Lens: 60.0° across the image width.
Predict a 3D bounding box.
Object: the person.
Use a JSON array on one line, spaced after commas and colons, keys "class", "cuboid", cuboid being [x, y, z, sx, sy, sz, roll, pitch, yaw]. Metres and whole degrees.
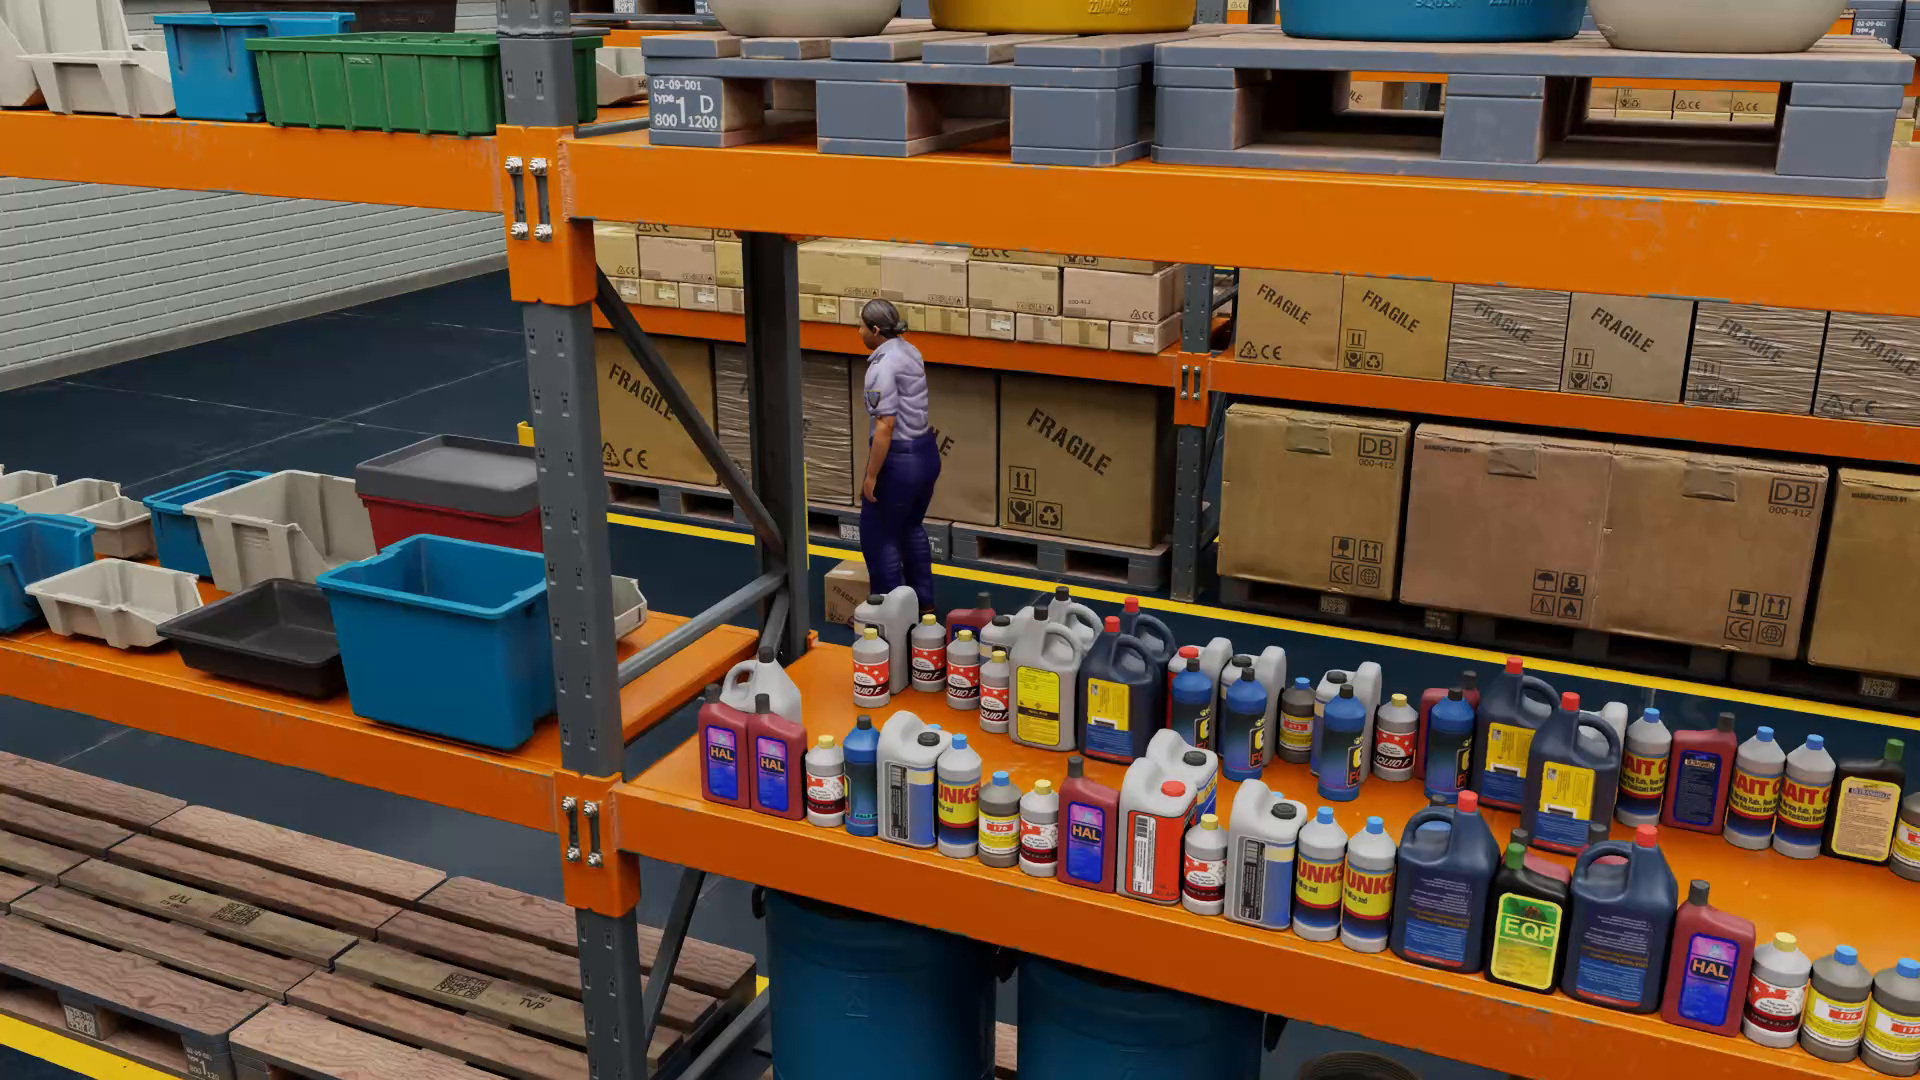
[{"class": "person", "cuboid": [-0.324, -0.363, 8.123, 0.415, 1.651, 0.549, 8, 21, 22]}]
